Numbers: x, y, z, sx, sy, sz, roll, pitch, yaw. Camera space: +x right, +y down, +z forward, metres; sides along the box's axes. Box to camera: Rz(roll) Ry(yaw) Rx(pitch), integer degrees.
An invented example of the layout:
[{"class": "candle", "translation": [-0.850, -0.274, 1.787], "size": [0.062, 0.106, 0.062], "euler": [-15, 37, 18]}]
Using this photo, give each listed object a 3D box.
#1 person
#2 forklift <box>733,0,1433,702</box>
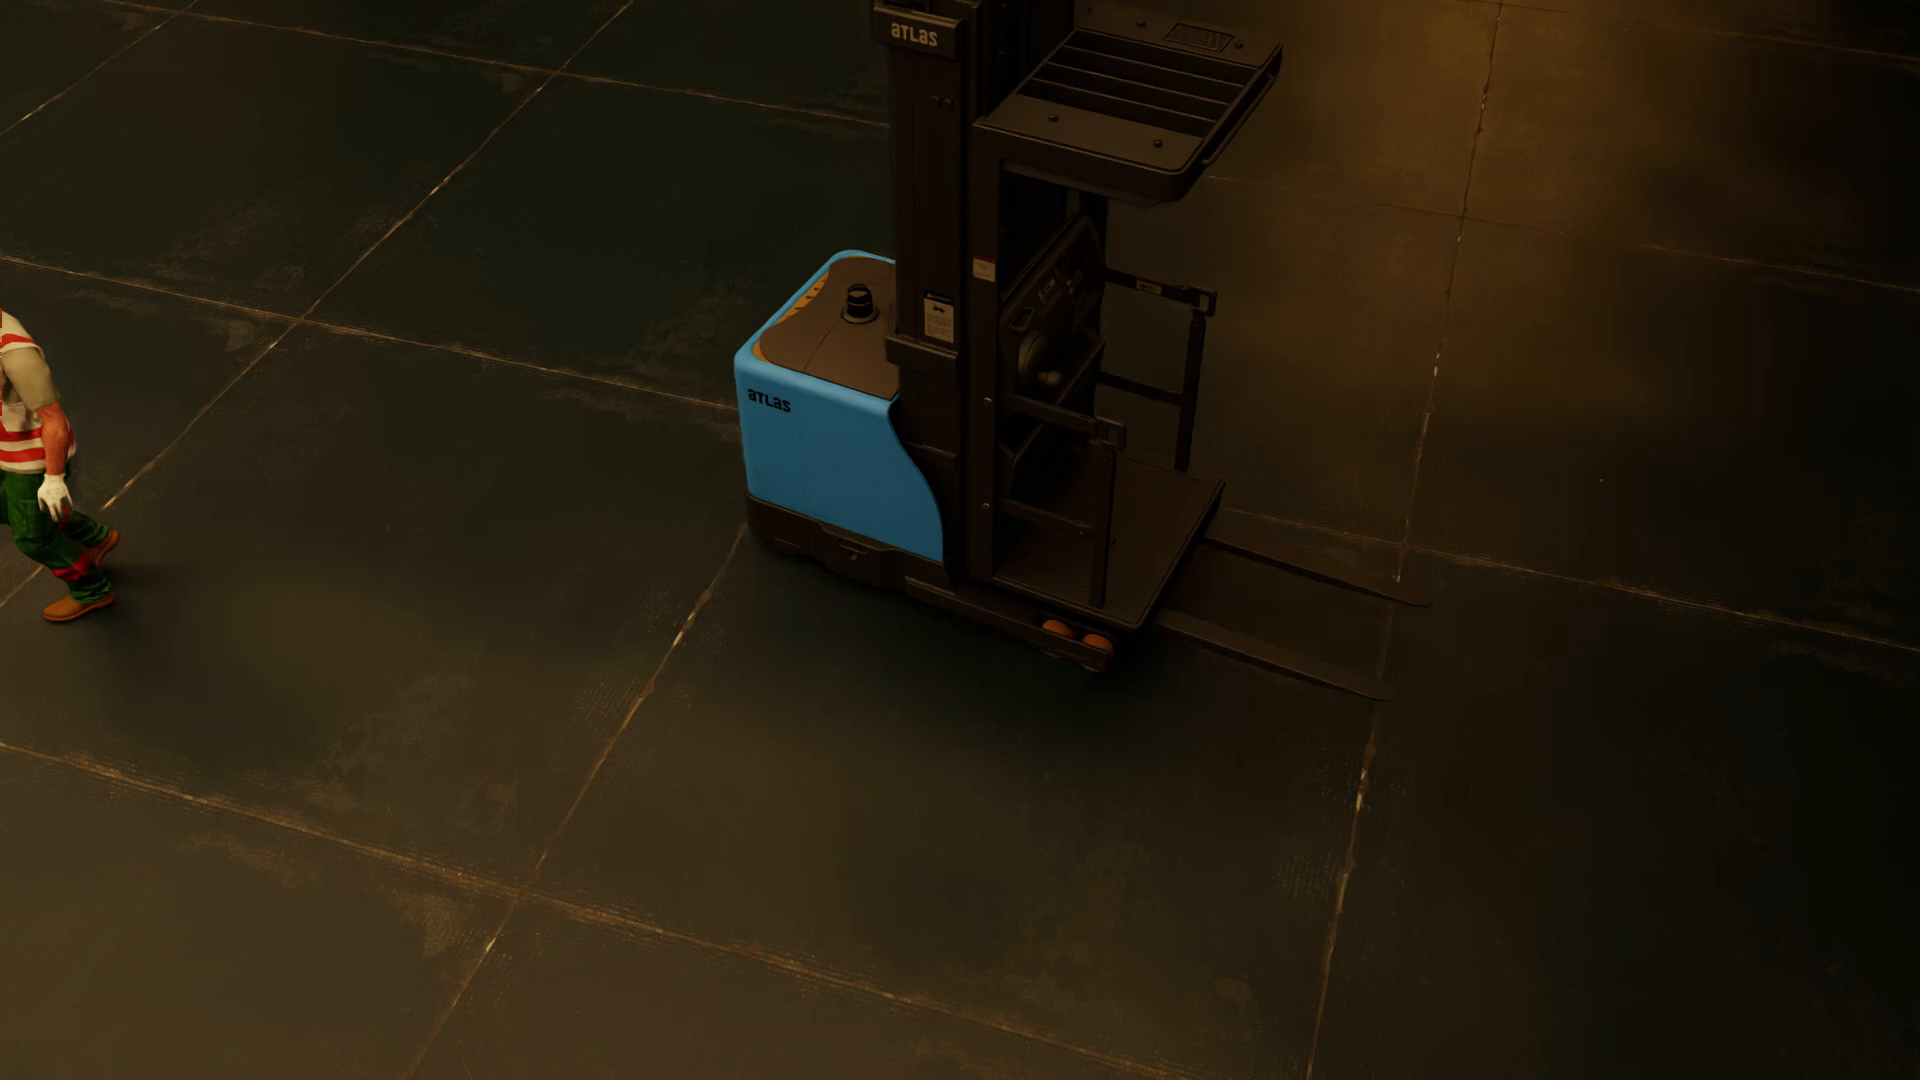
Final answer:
[{"class": "person", "translation": [-3.900, -0.340, 6.923], "size": [0.480, 1.748, 0.787], "euler": [-25, 48, -24]}, {"class": "forklift", "translation": [0.559, -0.917, 6.674], "size": [3.031, 2.935, 1.130], "euler": [19, 46, 19]}]
